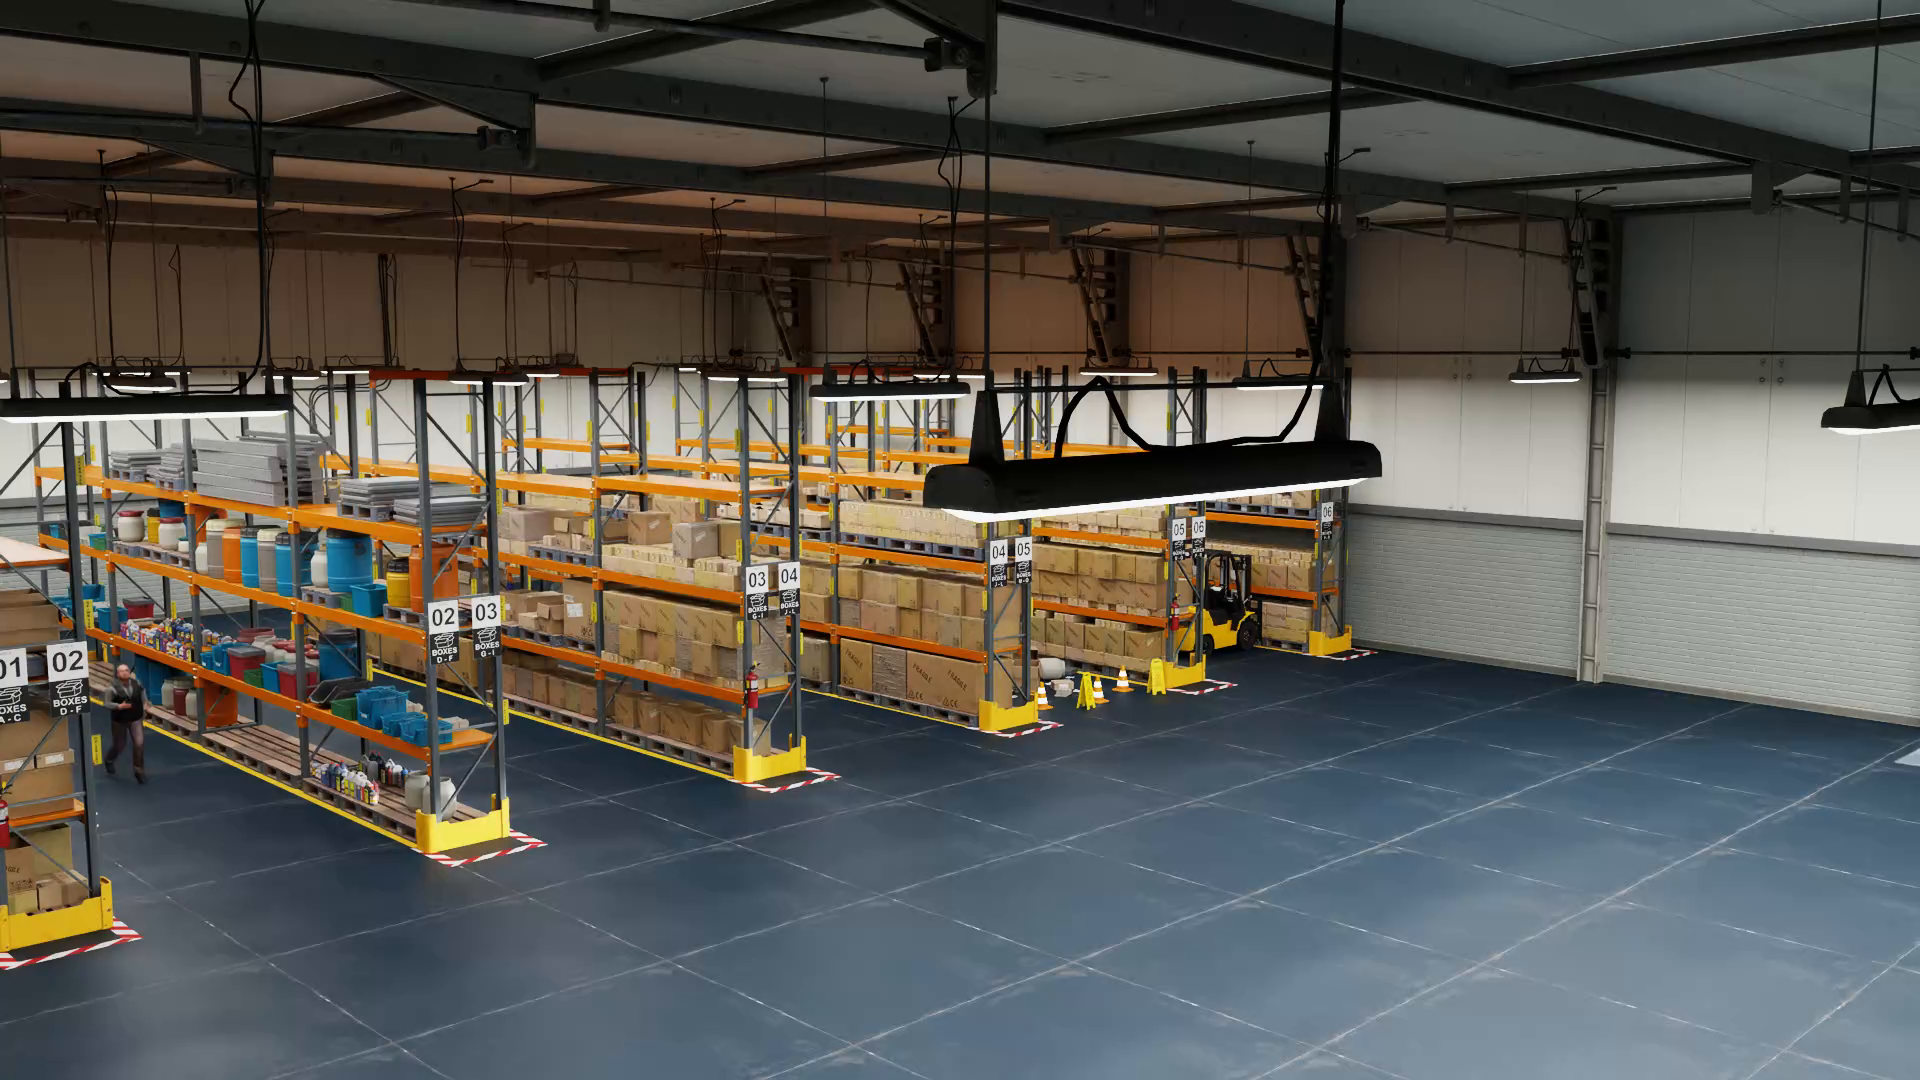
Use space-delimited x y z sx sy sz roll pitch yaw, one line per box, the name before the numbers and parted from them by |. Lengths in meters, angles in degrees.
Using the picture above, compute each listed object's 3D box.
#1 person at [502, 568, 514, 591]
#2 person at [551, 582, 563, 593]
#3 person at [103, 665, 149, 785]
person | -10.228 1.394 36.966 0.621 1.579 0.663 -5 8 -36
person | -9.839 0.860 40.968 0.667 1.713 0.705 1 7 8
person | -12.355 2.699 24.633 0.665 1.754 0.954 -6 9 -44
